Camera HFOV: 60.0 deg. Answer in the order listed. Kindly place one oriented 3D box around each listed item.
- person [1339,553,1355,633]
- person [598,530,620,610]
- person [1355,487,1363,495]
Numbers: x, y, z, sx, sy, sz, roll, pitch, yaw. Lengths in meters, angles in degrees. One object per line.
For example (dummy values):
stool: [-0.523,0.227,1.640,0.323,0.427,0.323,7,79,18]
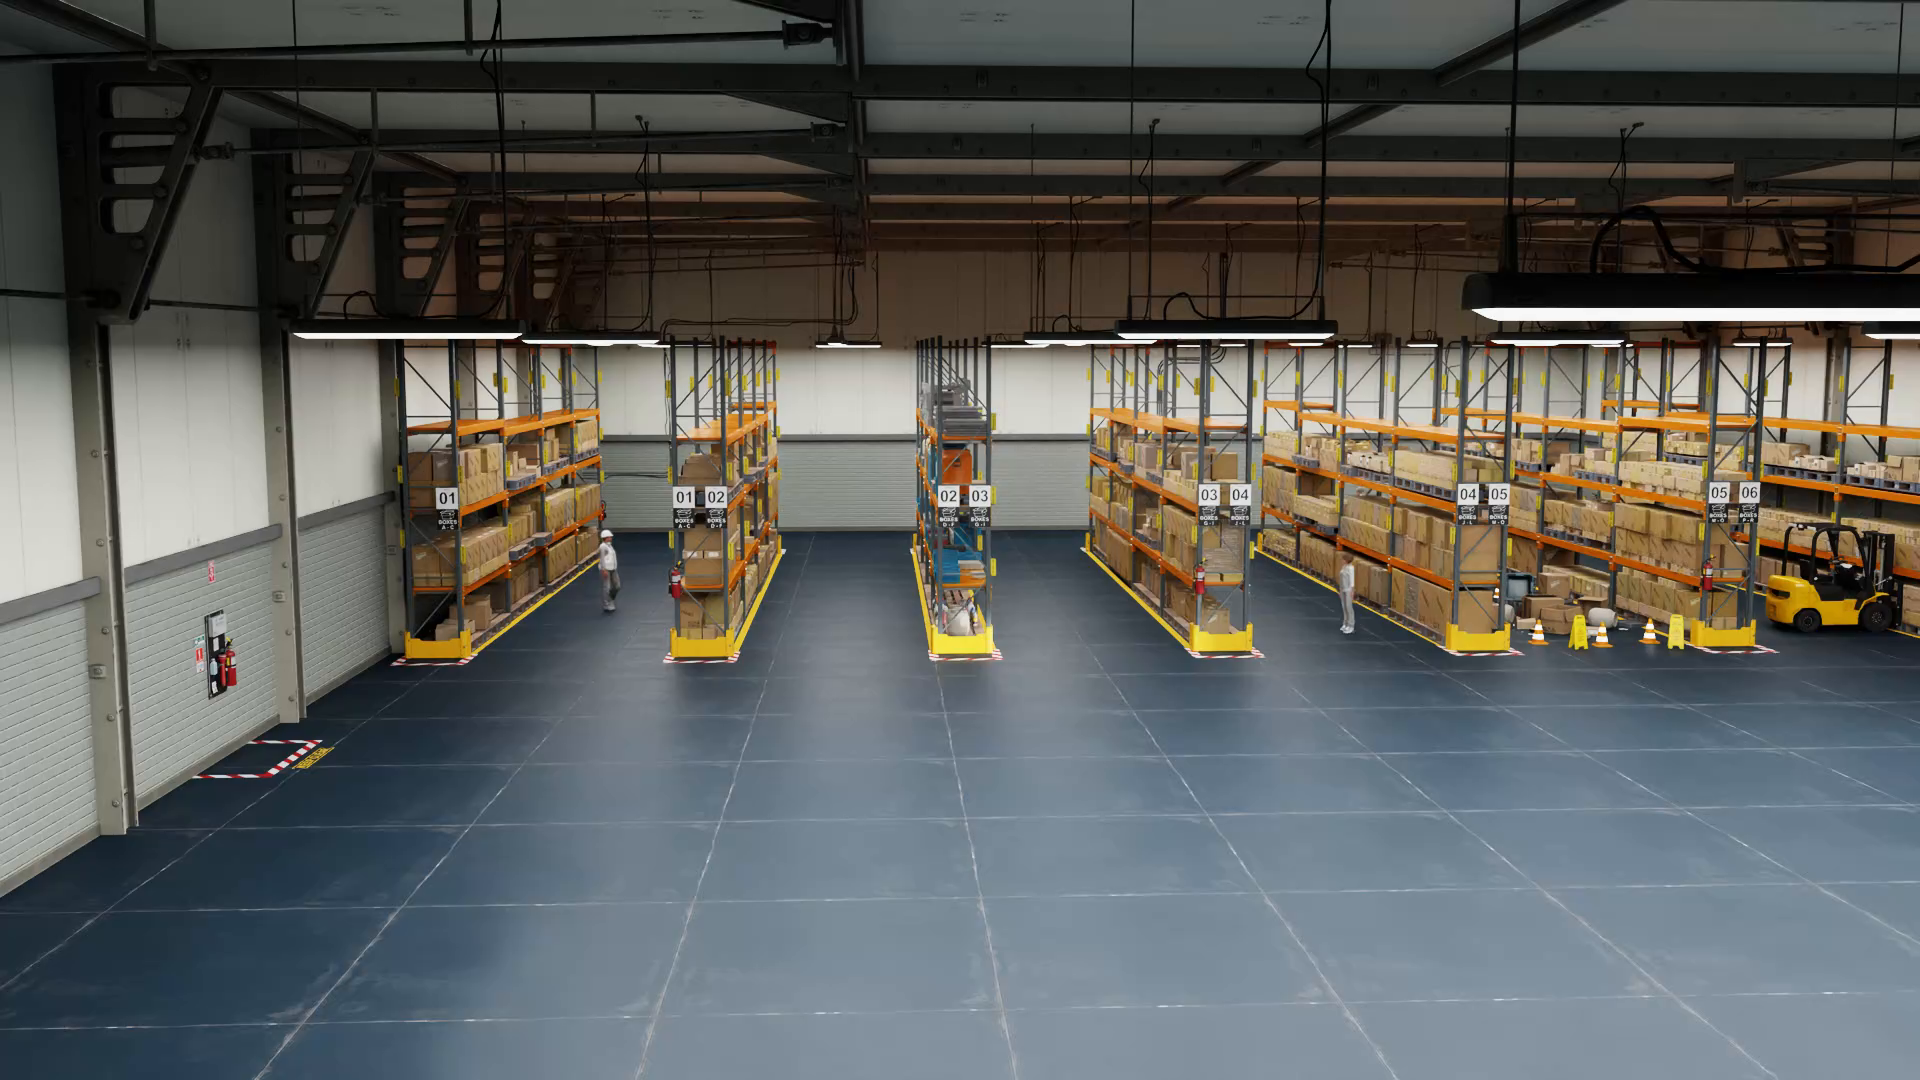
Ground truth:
person: [7.916,1.070,34.040,0.374,1.611,0.509,-2,7,-18]
person: [-7.813,0.663,36.914,0.444,1.781,0.577,3,7,24]
person: [11.938,-0.765,49.815,0.460,1.679,0.473,-1,7,-11]
